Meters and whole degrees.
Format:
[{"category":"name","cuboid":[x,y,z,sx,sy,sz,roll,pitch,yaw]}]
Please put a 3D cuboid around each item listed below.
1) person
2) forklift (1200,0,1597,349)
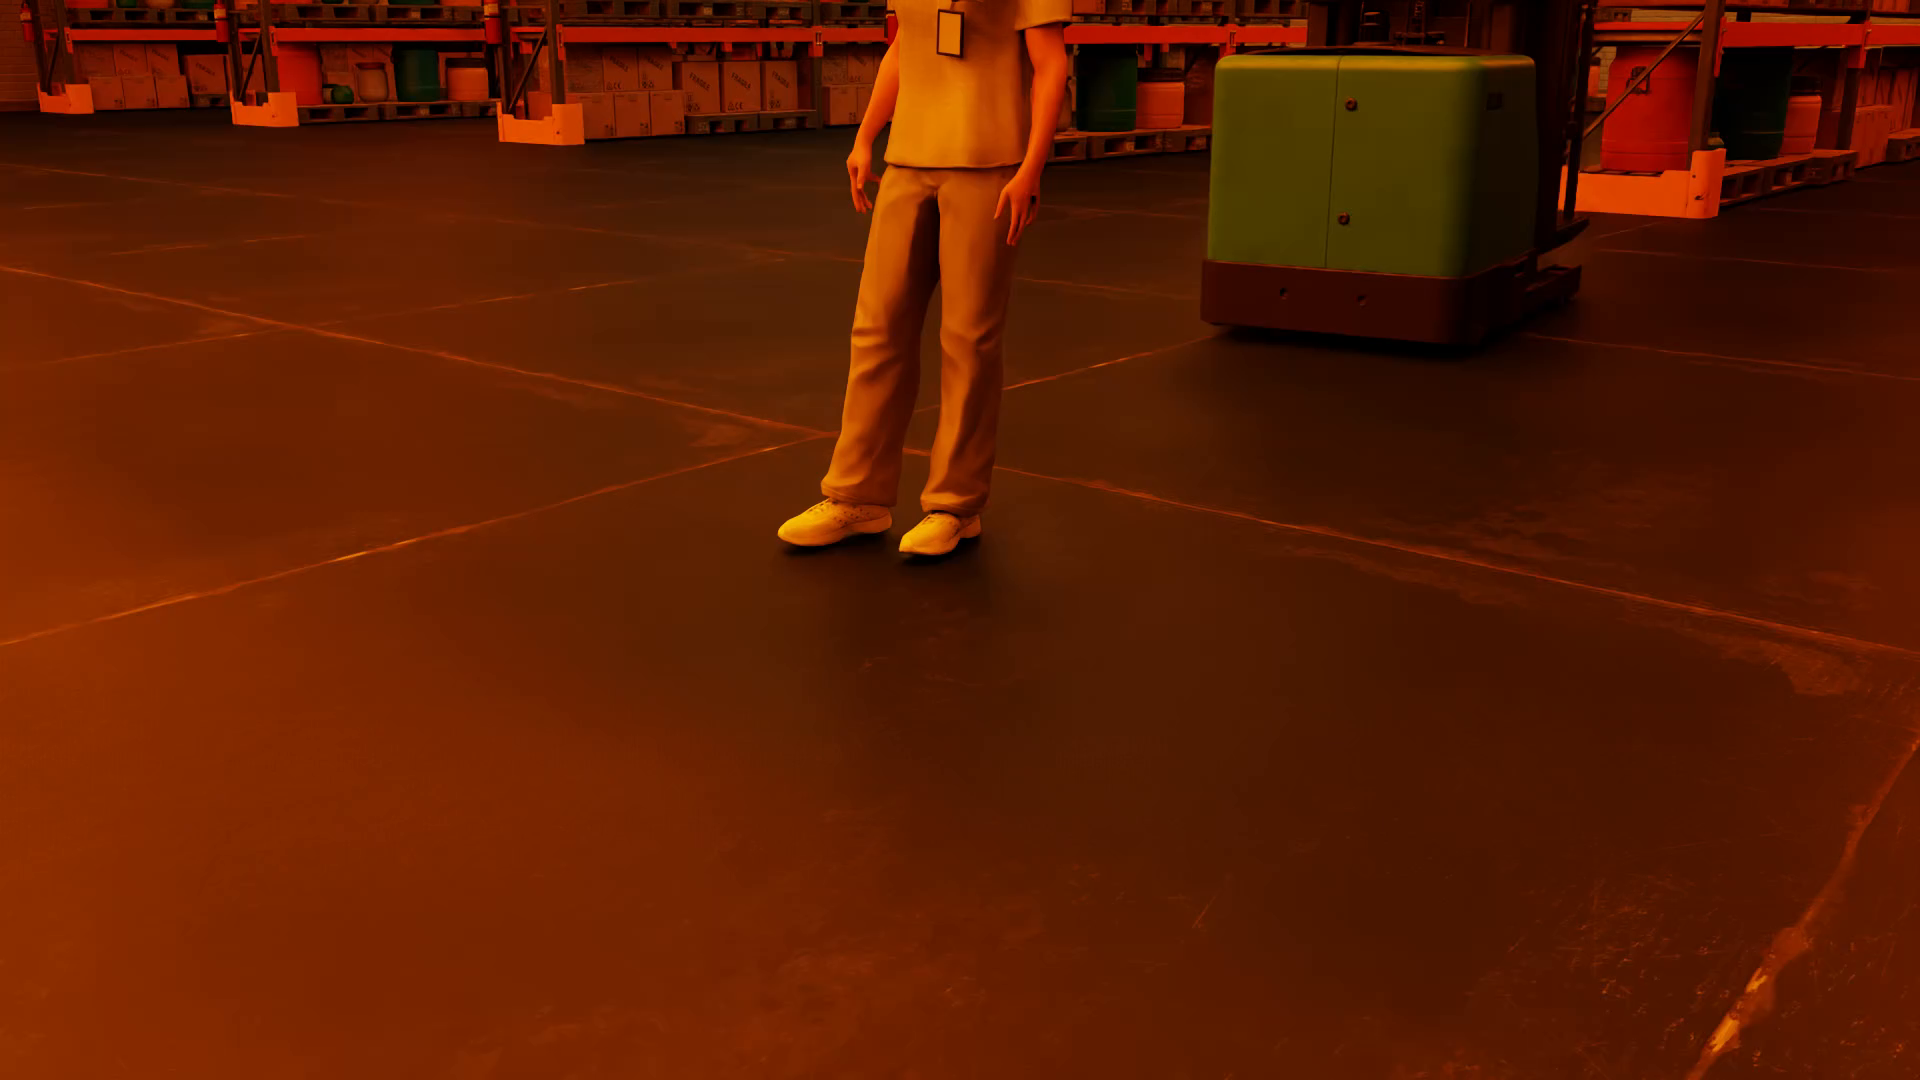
[{"category":"person","cuboid":[-0.058,-0.795,3.650,0.549,1.673,0.548,13,21,37]},{"category":"forklift","cuboid":[2.143,-2.489,7.094,1.130,2.935,3.031,10,20,30]}]
